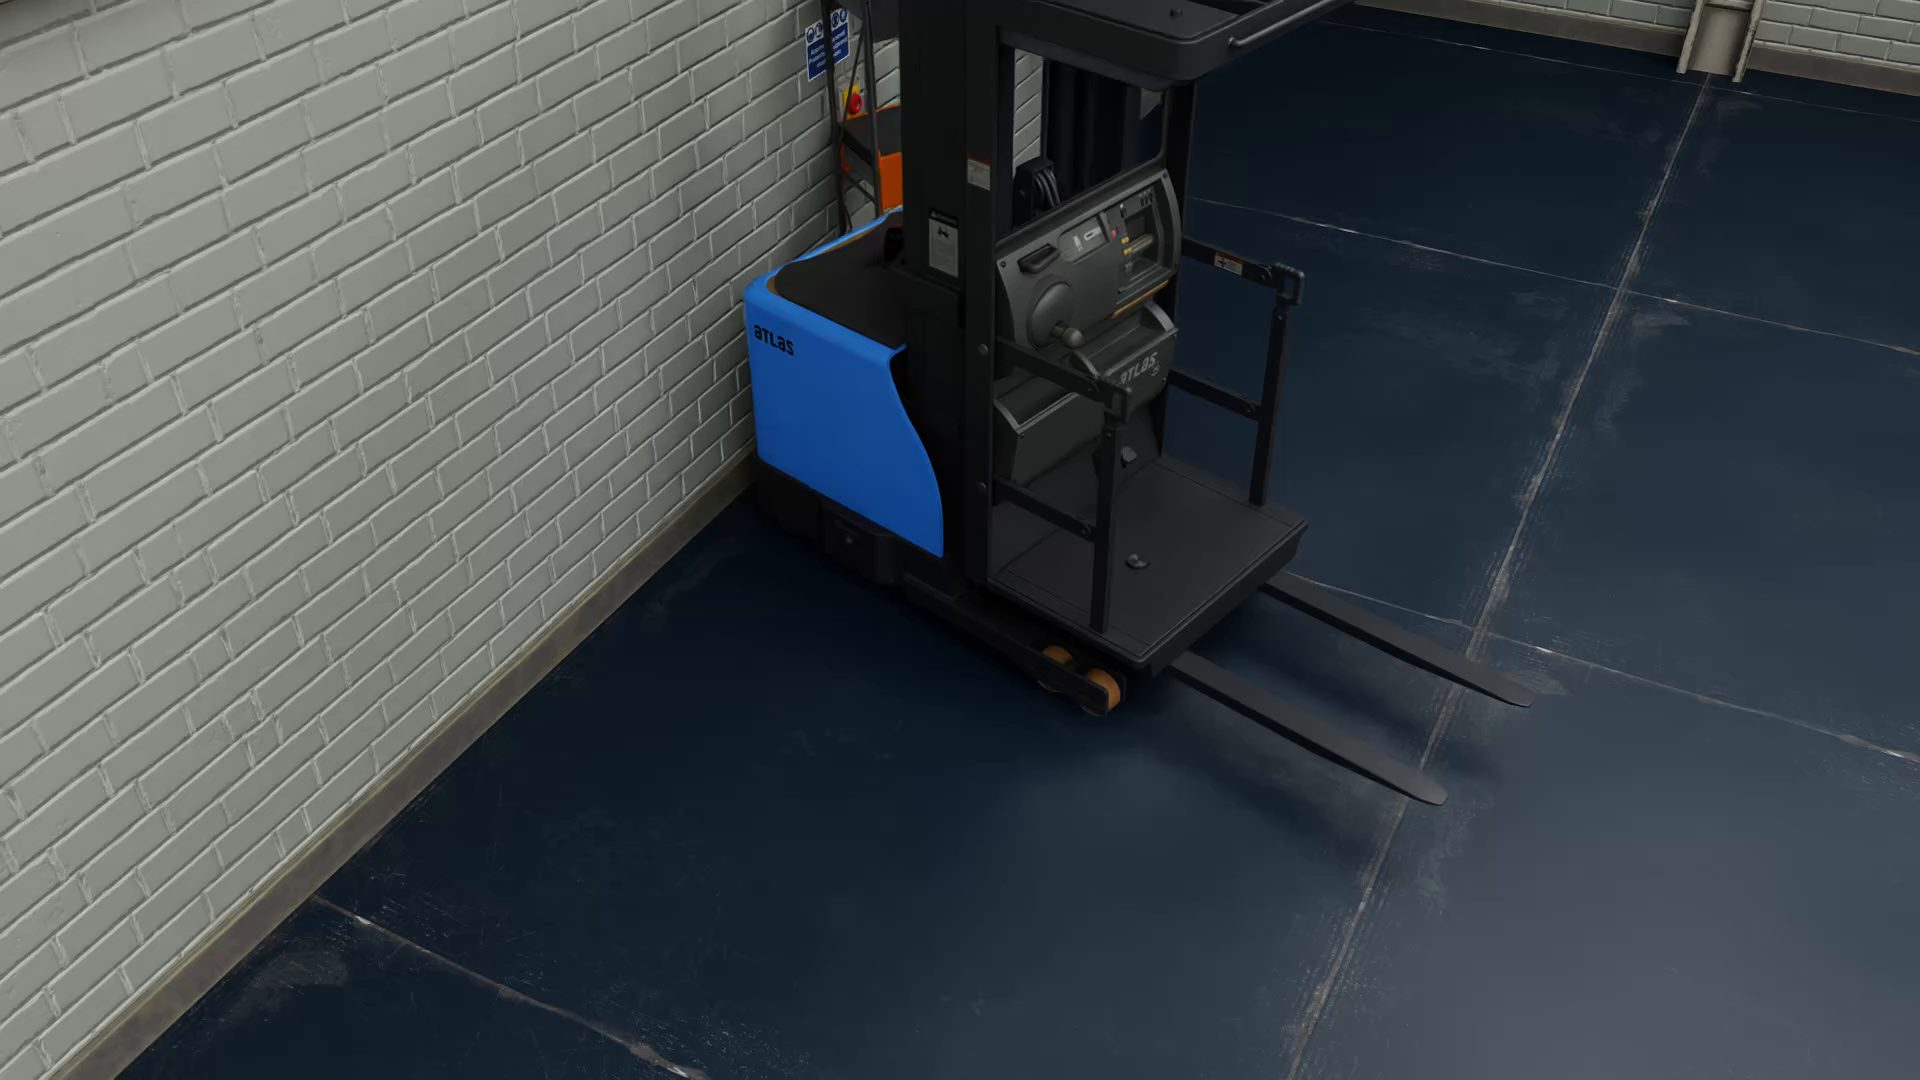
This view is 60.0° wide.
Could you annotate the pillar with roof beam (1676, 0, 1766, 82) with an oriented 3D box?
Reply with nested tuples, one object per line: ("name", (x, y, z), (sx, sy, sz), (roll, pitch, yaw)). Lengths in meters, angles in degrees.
("pillar with roof beam", (2.884, -4.322, 5.001), (0.400, 9.000, 9.100), (17, 41, 21))

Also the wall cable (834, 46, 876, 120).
("wall cable", (-0.453, -2.317, 6.455), (0.123, 1.953, 0.585), (17, 41, 21))

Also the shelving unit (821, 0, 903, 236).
("shelving unit", (-0.207, -1.530, 6.920), (0.503, 2.100, 0.431), (-21, 44, -21))

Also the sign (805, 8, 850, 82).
("sign", (-0.530, -1.998, 6.678), (0.001, 0.218, 0.327), (17, 41, 21))

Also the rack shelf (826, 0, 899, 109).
("rack shelf", (-0.227, -2.056, 6.480), (0.480, 0.518, 0.431), (-21, 44, -21))

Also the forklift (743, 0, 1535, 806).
("forklift", (0.607, -0.902, 5.515), (3.031, 2.935, 1.130), (28, 45, 32))

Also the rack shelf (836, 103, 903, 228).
("rack shelf", (-0.207, -1.520, 6.929), (0.480, 0.518, 0.431), (-21, 44, -21))

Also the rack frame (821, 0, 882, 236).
("rack frame", (-0.419, -1.448, 6.832), (0.015, 2.100, 0.400), (-21, 44, -21))
